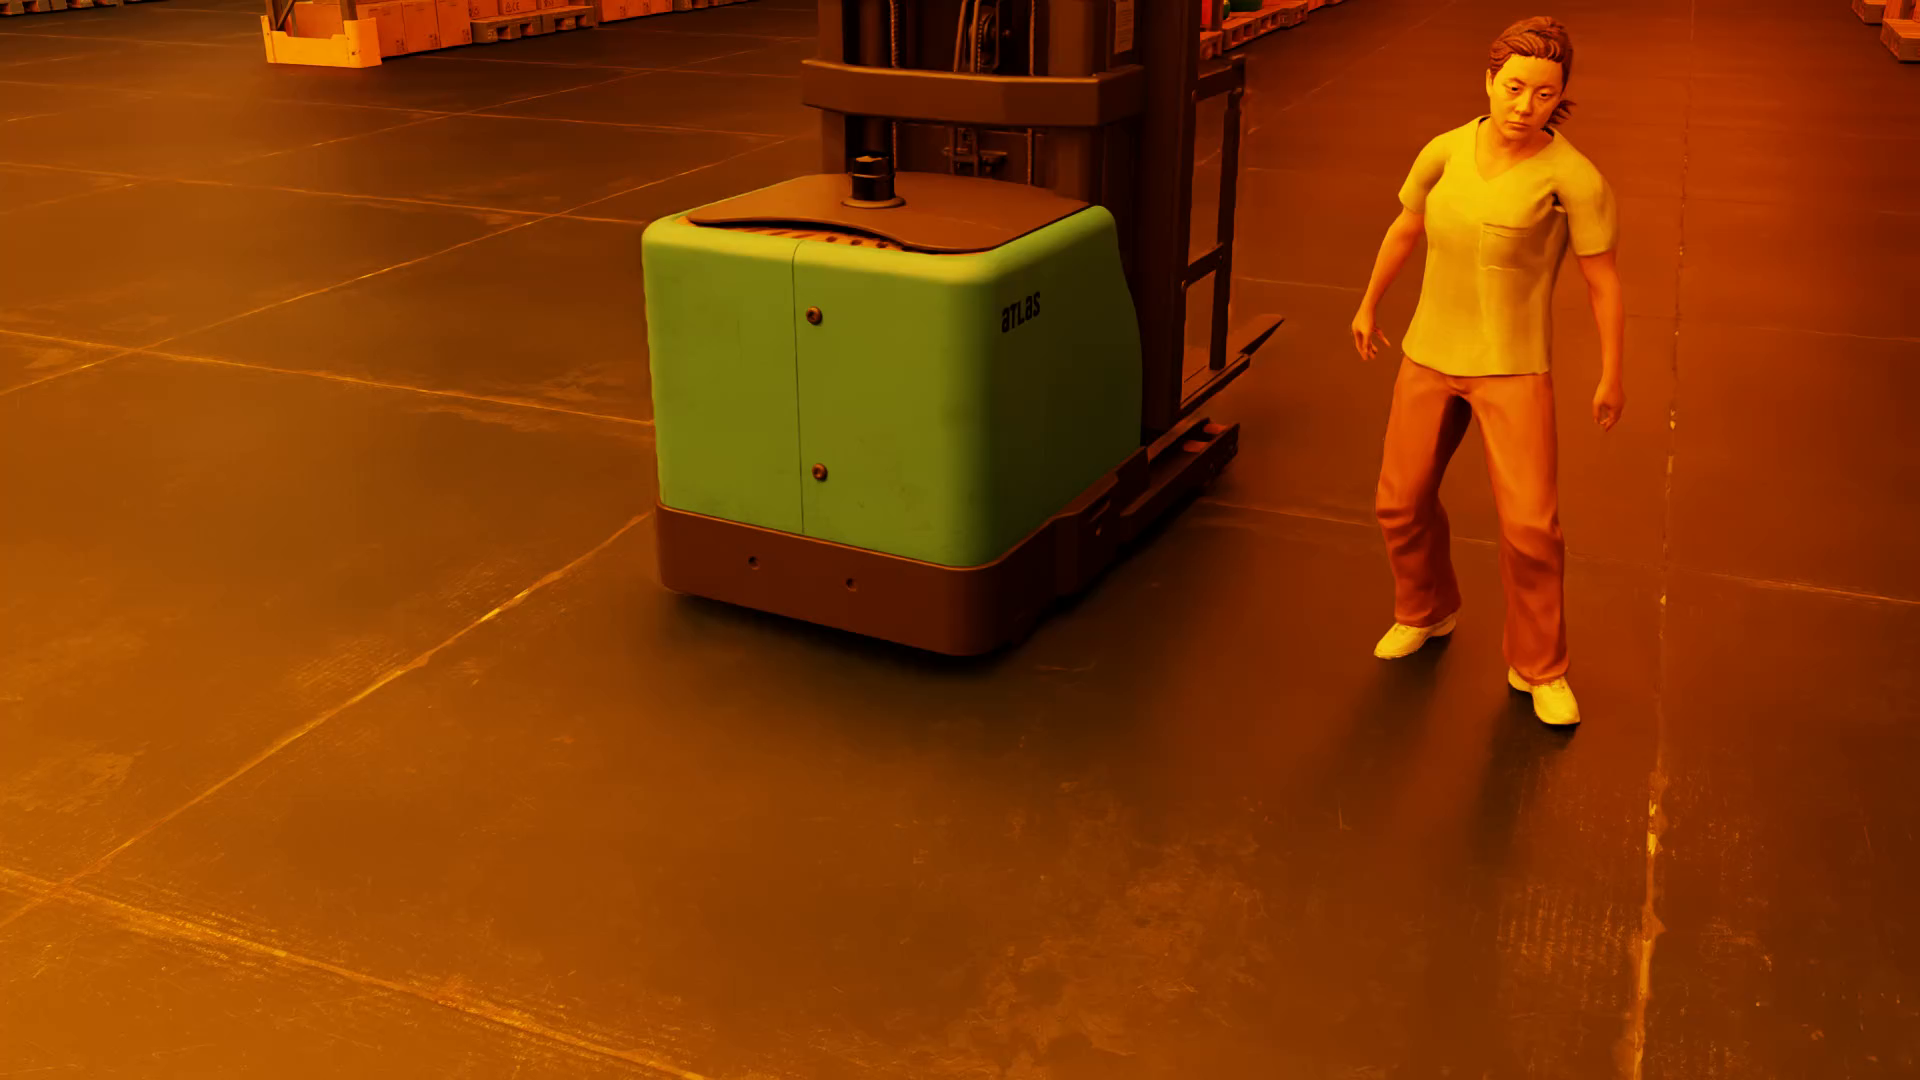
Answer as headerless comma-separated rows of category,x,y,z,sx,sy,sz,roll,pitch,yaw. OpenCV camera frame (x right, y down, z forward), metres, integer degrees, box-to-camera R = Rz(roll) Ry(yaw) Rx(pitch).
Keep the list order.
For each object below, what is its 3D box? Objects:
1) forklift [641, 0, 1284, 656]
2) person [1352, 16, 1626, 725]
forklift,0.294,-1.588,5.092,1.130,2.935,3.031,11,25,25
person,1.278,-0.417,4.017,0.795,1.646,0.410,20,30,40
